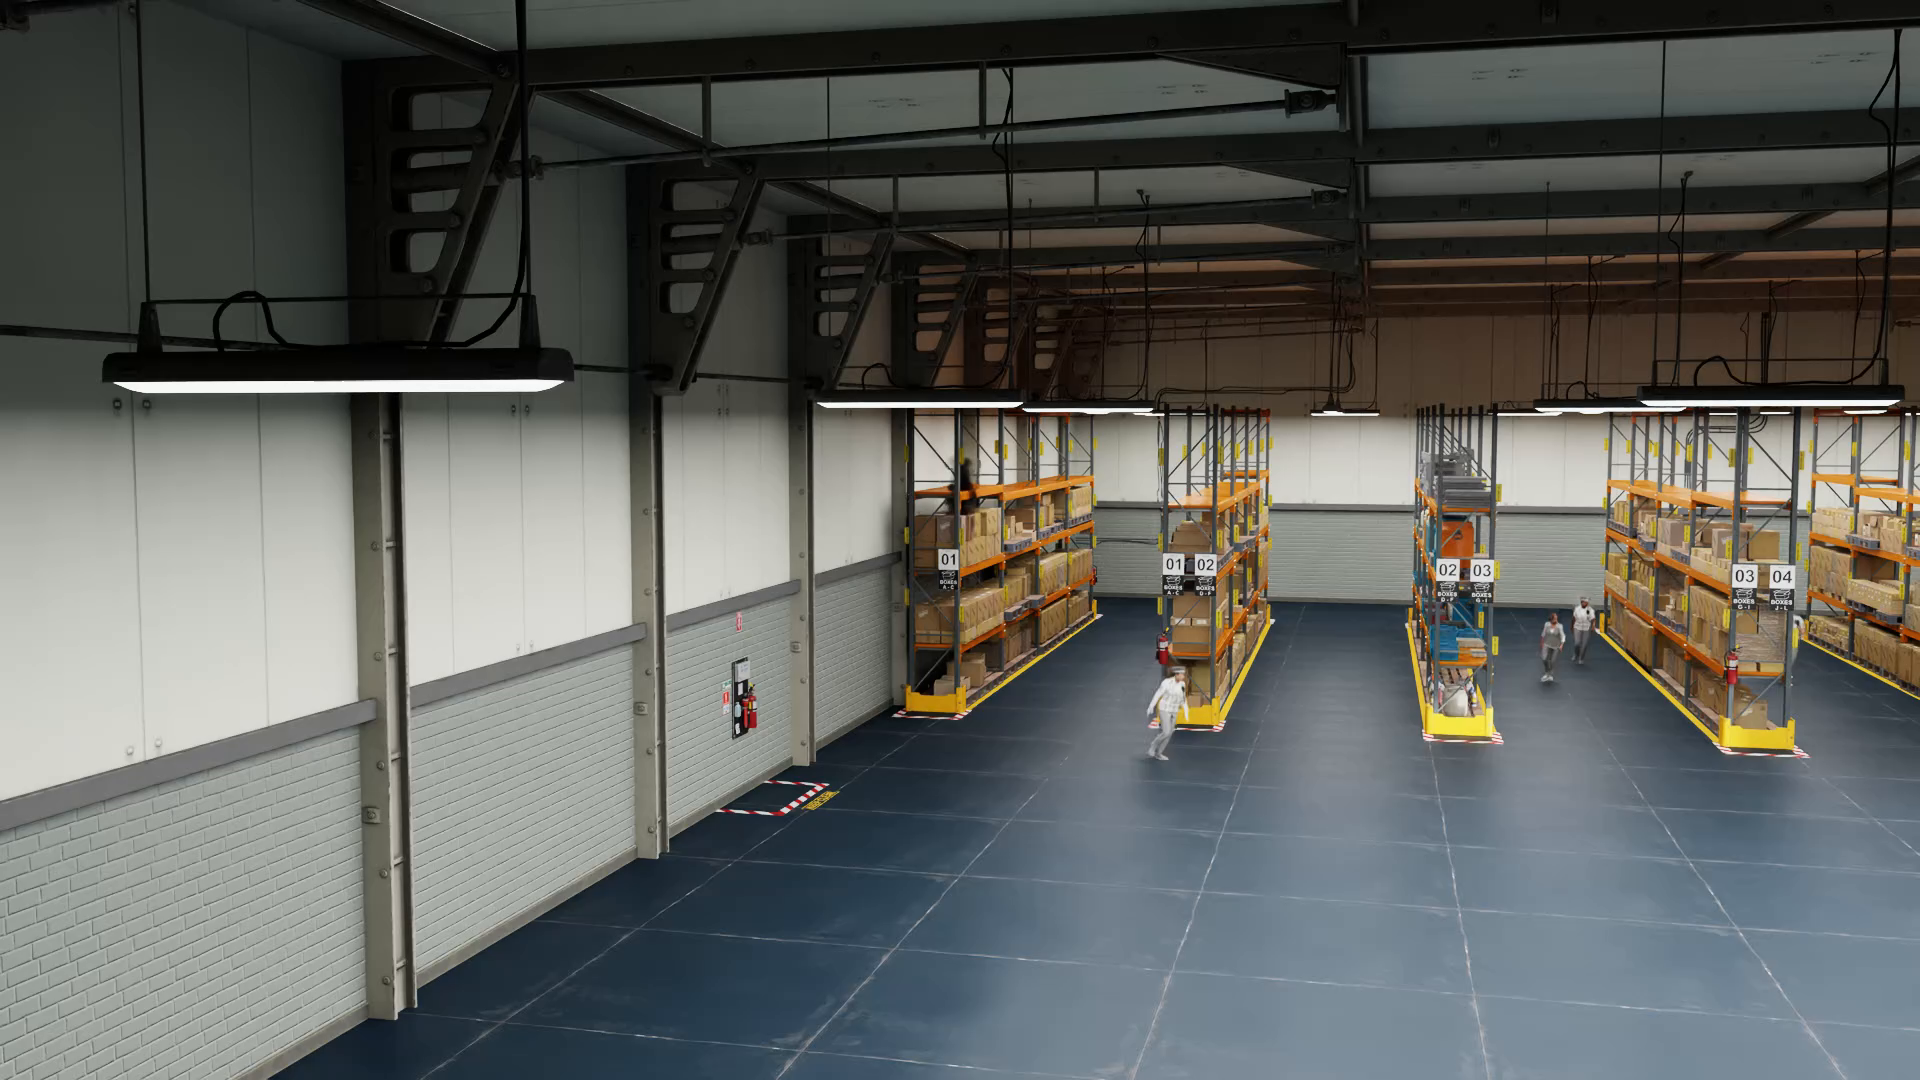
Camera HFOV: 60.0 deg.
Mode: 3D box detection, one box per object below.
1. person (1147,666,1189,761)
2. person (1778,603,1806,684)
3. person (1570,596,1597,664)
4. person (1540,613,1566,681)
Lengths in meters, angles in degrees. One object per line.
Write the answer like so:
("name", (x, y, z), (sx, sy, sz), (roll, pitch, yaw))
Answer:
("person", (3.497, 2.895, 27.823), (0.622, 1.620, 0.554), (-3, 5, -32))
("person", (17.919, 2.231, 35.910), (0.623, 1.779, 0.697), (1, 4, 7))
("person", (14.464, 2.101, 38.584), (0.570, 1.622, 0.751), (2, 4, 20))
("person", (12.841, 2.378, 36.031), (0.525, 1.414, 0.727), (2, 4, 22))
